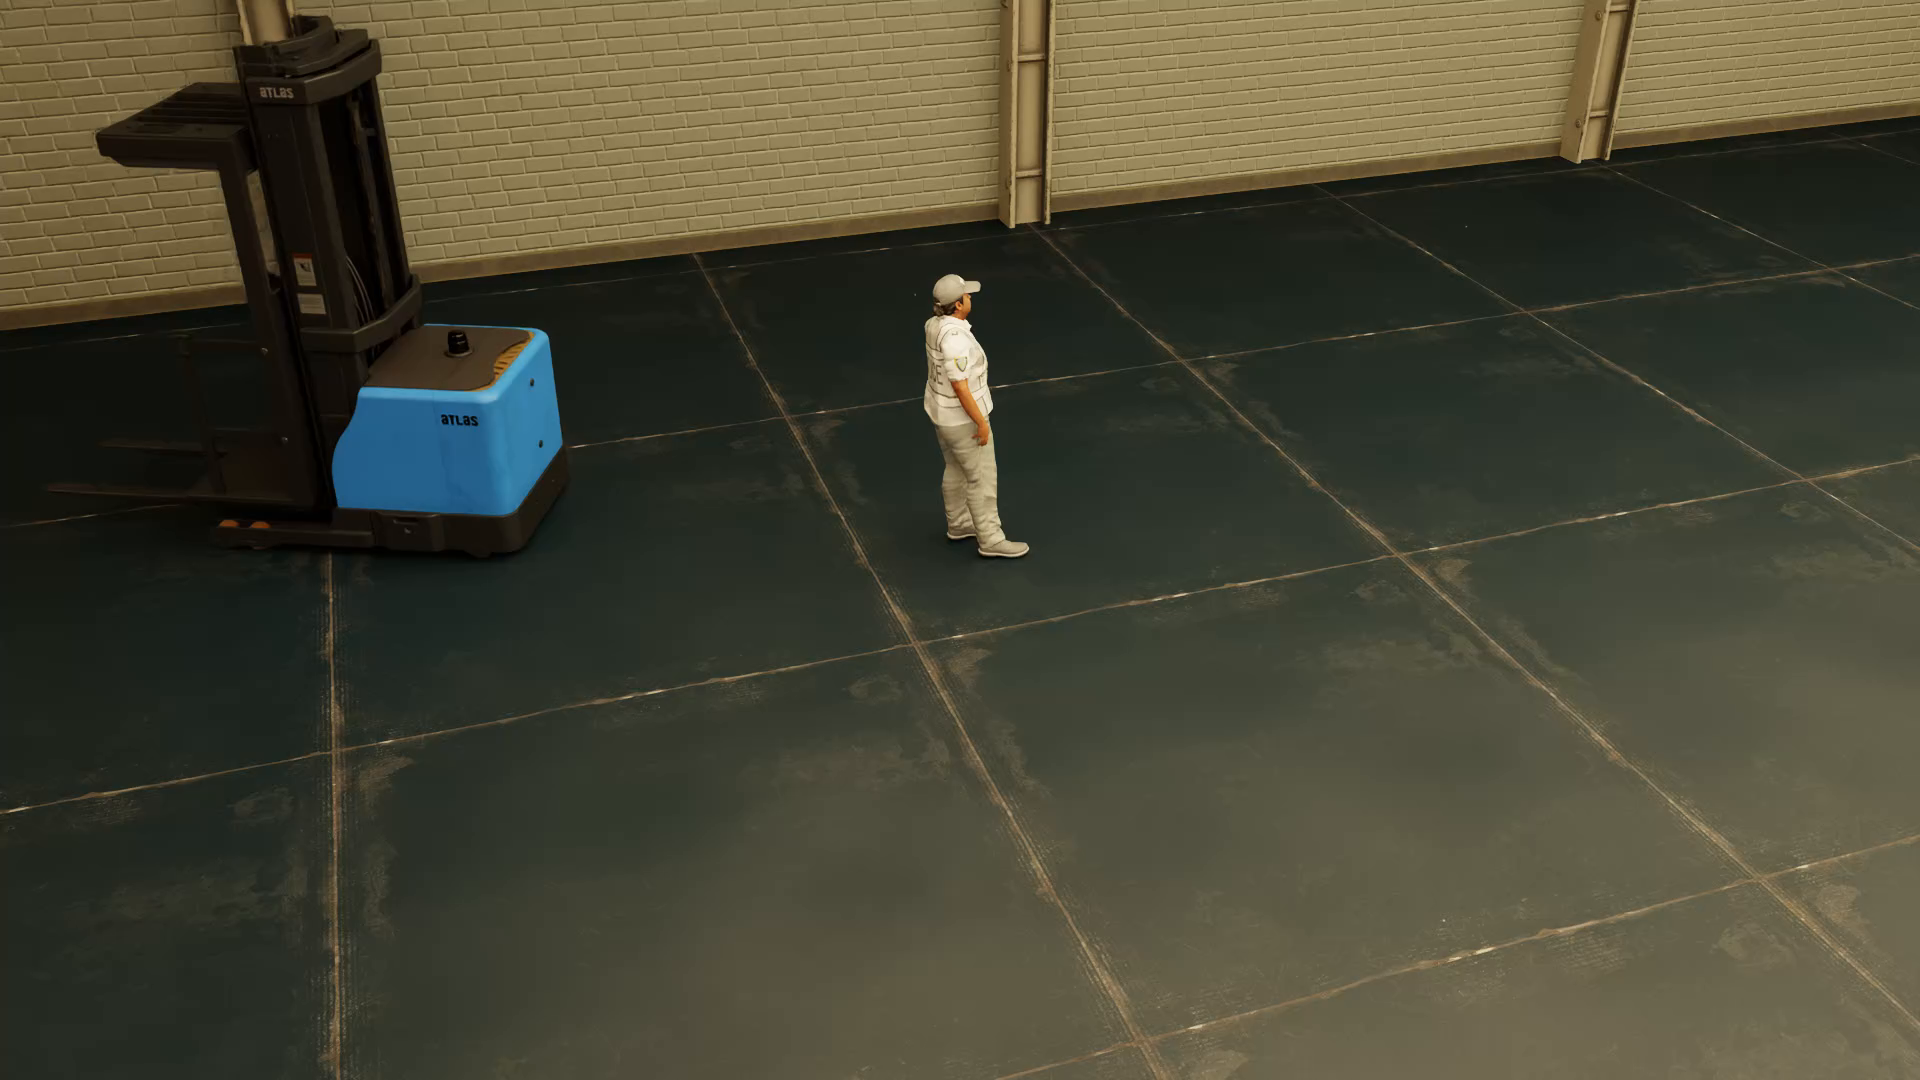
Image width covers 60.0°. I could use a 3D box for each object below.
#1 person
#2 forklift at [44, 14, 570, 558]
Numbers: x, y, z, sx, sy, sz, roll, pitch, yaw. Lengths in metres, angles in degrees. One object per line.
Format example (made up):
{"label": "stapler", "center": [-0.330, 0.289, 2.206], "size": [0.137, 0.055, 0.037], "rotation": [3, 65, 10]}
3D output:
{"label": "person", "center": [0.080, -0.731, 9.609], "size": [0.529, 1.670, 0.599], "rotation": [-10, 31, -16]}
{"label": "forklift", "center": [-4.034, -1.469, 9.640], "size": [3.031, 2.935, 1.130], "rotation": [3, 30, 5]}
